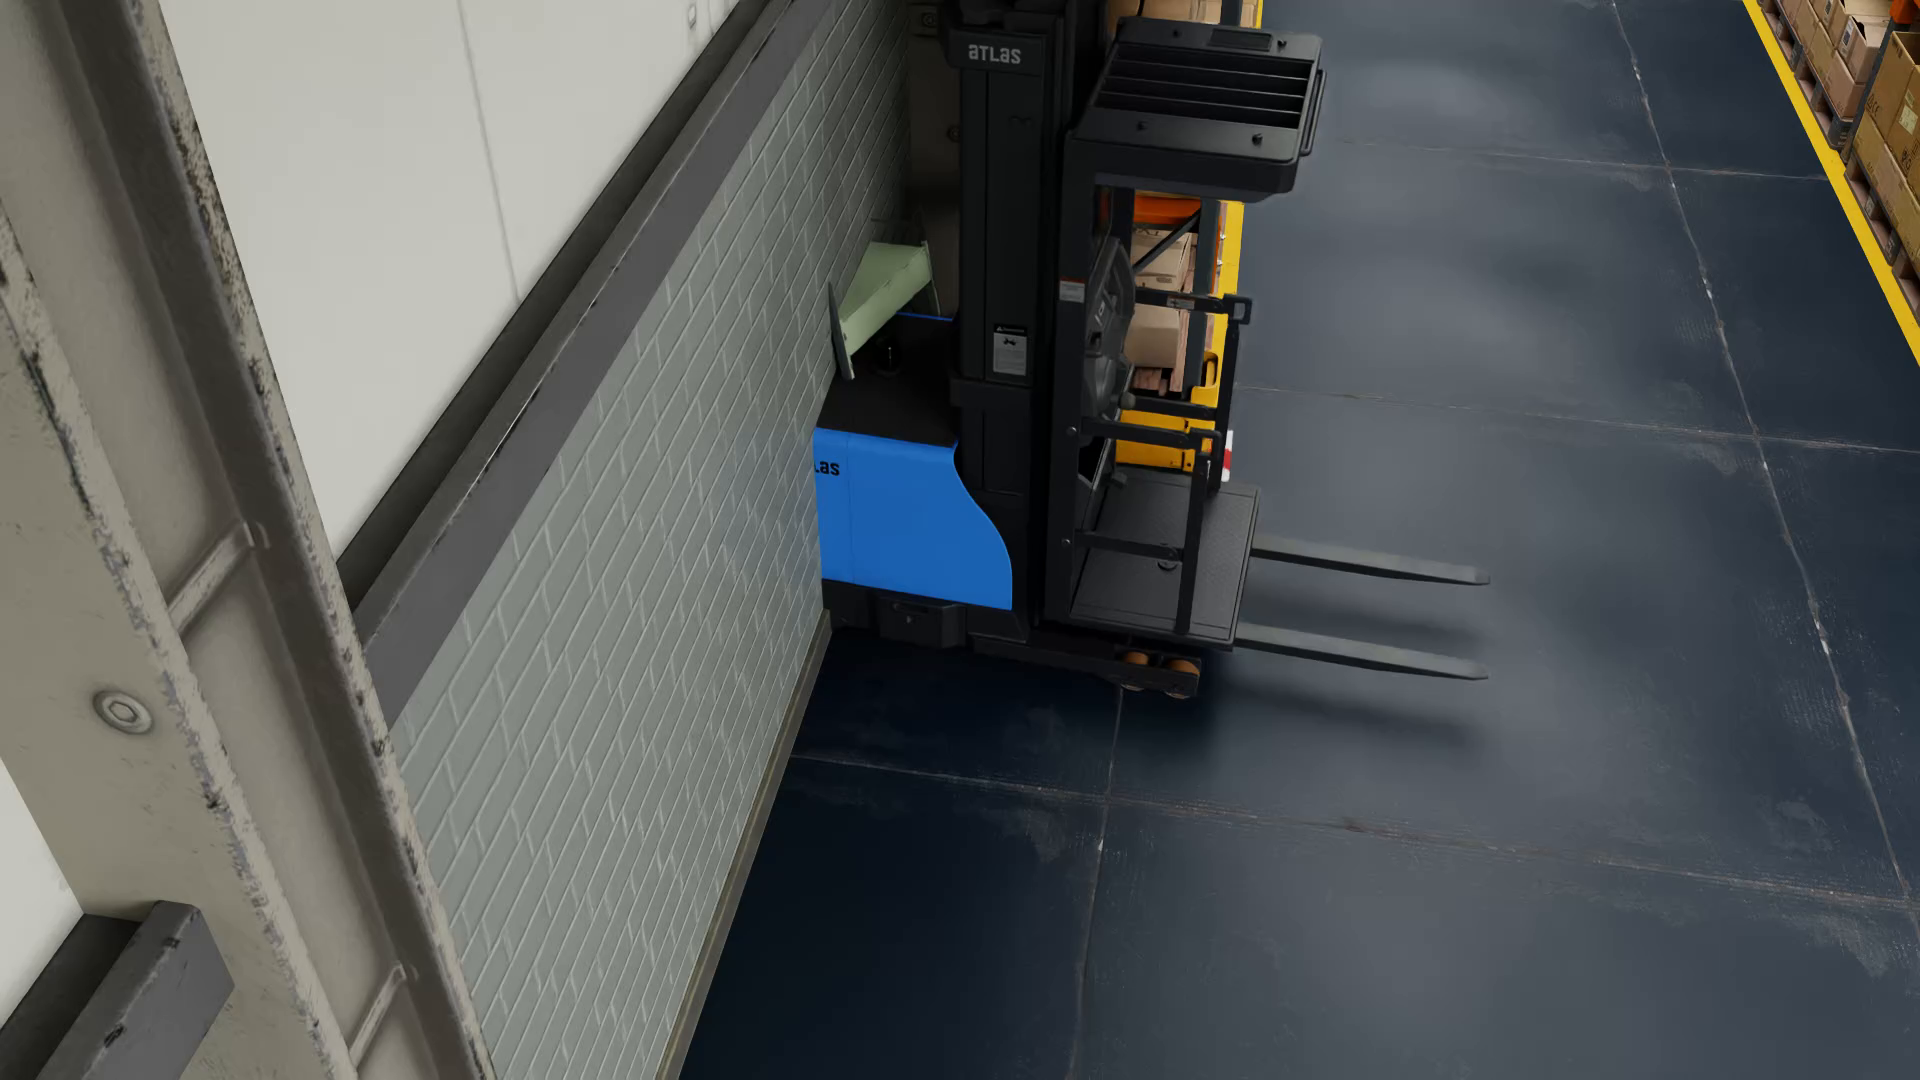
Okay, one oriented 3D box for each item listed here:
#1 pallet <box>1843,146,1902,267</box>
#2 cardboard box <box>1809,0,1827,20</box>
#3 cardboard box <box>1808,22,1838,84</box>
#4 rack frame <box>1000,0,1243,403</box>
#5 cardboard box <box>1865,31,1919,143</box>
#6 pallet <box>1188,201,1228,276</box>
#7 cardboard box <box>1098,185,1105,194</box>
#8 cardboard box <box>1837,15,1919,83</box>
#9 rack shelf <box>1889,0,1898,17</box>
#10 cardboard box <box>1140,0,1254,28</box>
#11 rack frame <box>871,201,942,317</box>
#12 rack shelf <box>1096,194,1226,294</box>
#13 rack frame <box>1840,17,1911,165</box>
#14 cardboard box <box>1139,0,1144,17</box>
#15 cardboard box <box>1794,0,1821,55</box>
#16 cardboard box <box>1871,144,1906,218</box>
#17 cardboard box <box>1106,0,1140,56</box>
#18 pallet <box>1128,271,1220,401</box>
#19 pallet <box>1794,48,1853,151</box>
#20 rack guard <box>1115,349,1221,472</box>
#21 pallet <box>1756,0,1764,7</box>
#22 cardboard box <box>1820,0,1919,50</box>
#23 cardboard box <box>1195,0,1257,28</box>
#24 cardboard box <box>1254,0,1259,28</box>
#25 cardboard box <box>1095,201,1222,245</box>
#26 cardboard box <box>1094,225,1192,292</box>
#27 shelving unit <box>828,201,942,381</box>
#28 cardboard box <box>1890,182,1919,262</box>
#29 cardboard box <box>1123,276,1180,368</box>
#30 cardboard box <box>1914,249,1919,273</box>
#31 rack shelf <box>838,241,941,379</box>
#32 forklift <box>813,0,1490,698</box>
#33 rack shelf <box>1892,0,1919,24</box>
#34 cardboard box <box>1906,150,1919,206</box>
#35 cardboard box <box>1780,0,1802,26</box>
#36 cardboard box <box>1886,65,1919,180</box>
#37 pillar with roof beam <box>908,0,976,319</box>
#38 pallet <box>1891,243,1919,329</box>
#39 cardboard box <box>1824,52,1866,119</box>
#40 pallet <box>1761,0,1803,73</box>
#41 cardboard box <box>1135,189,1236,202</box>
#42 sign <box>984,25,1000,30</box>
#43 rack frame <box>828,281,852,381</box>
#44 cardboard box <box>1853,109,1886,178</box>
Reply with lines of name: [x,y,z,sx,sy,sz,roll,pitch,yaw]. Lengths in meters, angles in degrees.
pallet: [6.063,-2.009,10.111,1.003,0.211,1.213,6,40,8]
cardboard box: [6.202,-3.822,11.504,0.500,0.311,0.500,6,40,8]
cardboard box: [6.118,-3.290,11.300,0.500,0.250,0.500,6,40,7]
rack frame: [0.670,-1.612,7.442,1.000,3.000,0.127,6,40,8]
cardboard box: [5.853,-2.713,10.014,0.500,0.500,0.500,6,40,8]
pallet: [1.072,-1.854,9.923,1.003,0.211,1.213,6,40,8]
cardboard box: [0.560,-1.876,7.864,0.500,0.250,0.500,7,40,8]
cardboard box: [6.030,-3.182,10.730,0.500,0.311,0.500,6,40,8]
rack shelf: [6.588,-4.556,11.568,1.077,0.370,4.000,6,40,8]
cardboard box: [1.049,-2.117,7.567,0.500,0.500,0.500,6,40,8]
rack frame: [-0.228,-0.882,7.671,0.400,1.500,0.023,11,41,28]
rack shelf: [1.016,-2.589,9.189,1.077,0.370,4.000,6,40,8]
rack frame: [6.242,-3.578,9.820,1.000,3.000,0.127,6,40,8]
cardboard box: [0.639,-2.485,8.011,0.500,0.500,0.500,7,40,8]
cardboard box: [6.206,-3.611,11.688,0.500,0.250,0.500,7,40,9]
cardboard box: [5.772,-2.109,9.872,0.500,0.250,0.500,6,40,8]
cardboard box: [0.542,-2.170,7.631,0.500,0.500,0.500,6,40,7]
pallet: [0.859,-1.090,9.000,1.003,0.211,1.213,6,40,8]
pallet: [6.331,-2.970,11.273,1.003,0.211,1.213,6,40,8]
rack guard: [0.683,-0.696,8.296,1.175,0.500,0.348,6,40,8]
pallet: [6.753,-4.501,13.126,1.003,0.211,1.213,6,40,8]
cardboard box: [6.114,-3.509,11.125,0.500,0.311,0.500,7,40,9]
cardboard box: [1.144,-2.426,7.941,0.500,0.500,0.500,7,40,8]
cardboard box: [1.240,-2.750,8.332,0.500,0.500,0.500,5,40,6]
cardboard box: [1.153,-2.055,9.594,0.700,0.500,0.500,4,40,5]
cardboard box: [0.977,-1.527,9.104,0.500,0.311,0.500,10,41,11]
shelving unit: [-0.404,-0.672,7.427,0.431,1.500,0.755,11,41,28]
cardboard box: [5.680,-1.796,9.493,0.500,0.250,0.500,6,40,8]
cardboard box: [0.879,-1.169,8.672,0.500,0.311,0.500,2,40,3]
cardboard box: [5.599,-1.482,9.113,0.500,0.250,0.500,6,40,8]
rack shelf: [-0.464,-0.985,7.202,0.431,0.370,0.720,11,41,28]
forklift: [0.780,-0.836,6.558,3.031,2.935,1.130,9,40,11]
rack shelf: [5.896,-2.046,8.531,1.077,0.370,4.000,6,40,8]
cardboard box: [5.681,-2.085,9.254,0.500,0.500,0.500,6,40,8]
cardboard box: [6.295,-3.930,12.074,0.500,0.250,0.500,7,40,9]
cardboard box: [5.775,-2.398,9.633,0.500,0.500,0.500,6,40,8]
pillar with roof beam: [4.179,-3.984,5.603,9.100,9.000,0.400,6,40,8]
pallet: [5.854,-1.241,9.182,1.003,0.211,1.213,6,40,8]
cardboard box: [6.028,-2.972,10.916,0.500,0.250,0.500,6,40,7]
pallet: [6.540,-3.738,12.202,1.003,0.211,1.213,6,40,8]
cardboard box: [1.067,-1.833,7.811,0.500,0.250,0.500,5,40,6]
sign: [0.127,-2.253,7.062,0.100,0.325,0.005,6,40,8]
rack frame: [-0.579,-0.463,7.184,0.400,1.500,0.023,11,41,28]
cardboard box: [5.863,-2.423,10.251,0.500,0.250,0.500,6,40,8]
